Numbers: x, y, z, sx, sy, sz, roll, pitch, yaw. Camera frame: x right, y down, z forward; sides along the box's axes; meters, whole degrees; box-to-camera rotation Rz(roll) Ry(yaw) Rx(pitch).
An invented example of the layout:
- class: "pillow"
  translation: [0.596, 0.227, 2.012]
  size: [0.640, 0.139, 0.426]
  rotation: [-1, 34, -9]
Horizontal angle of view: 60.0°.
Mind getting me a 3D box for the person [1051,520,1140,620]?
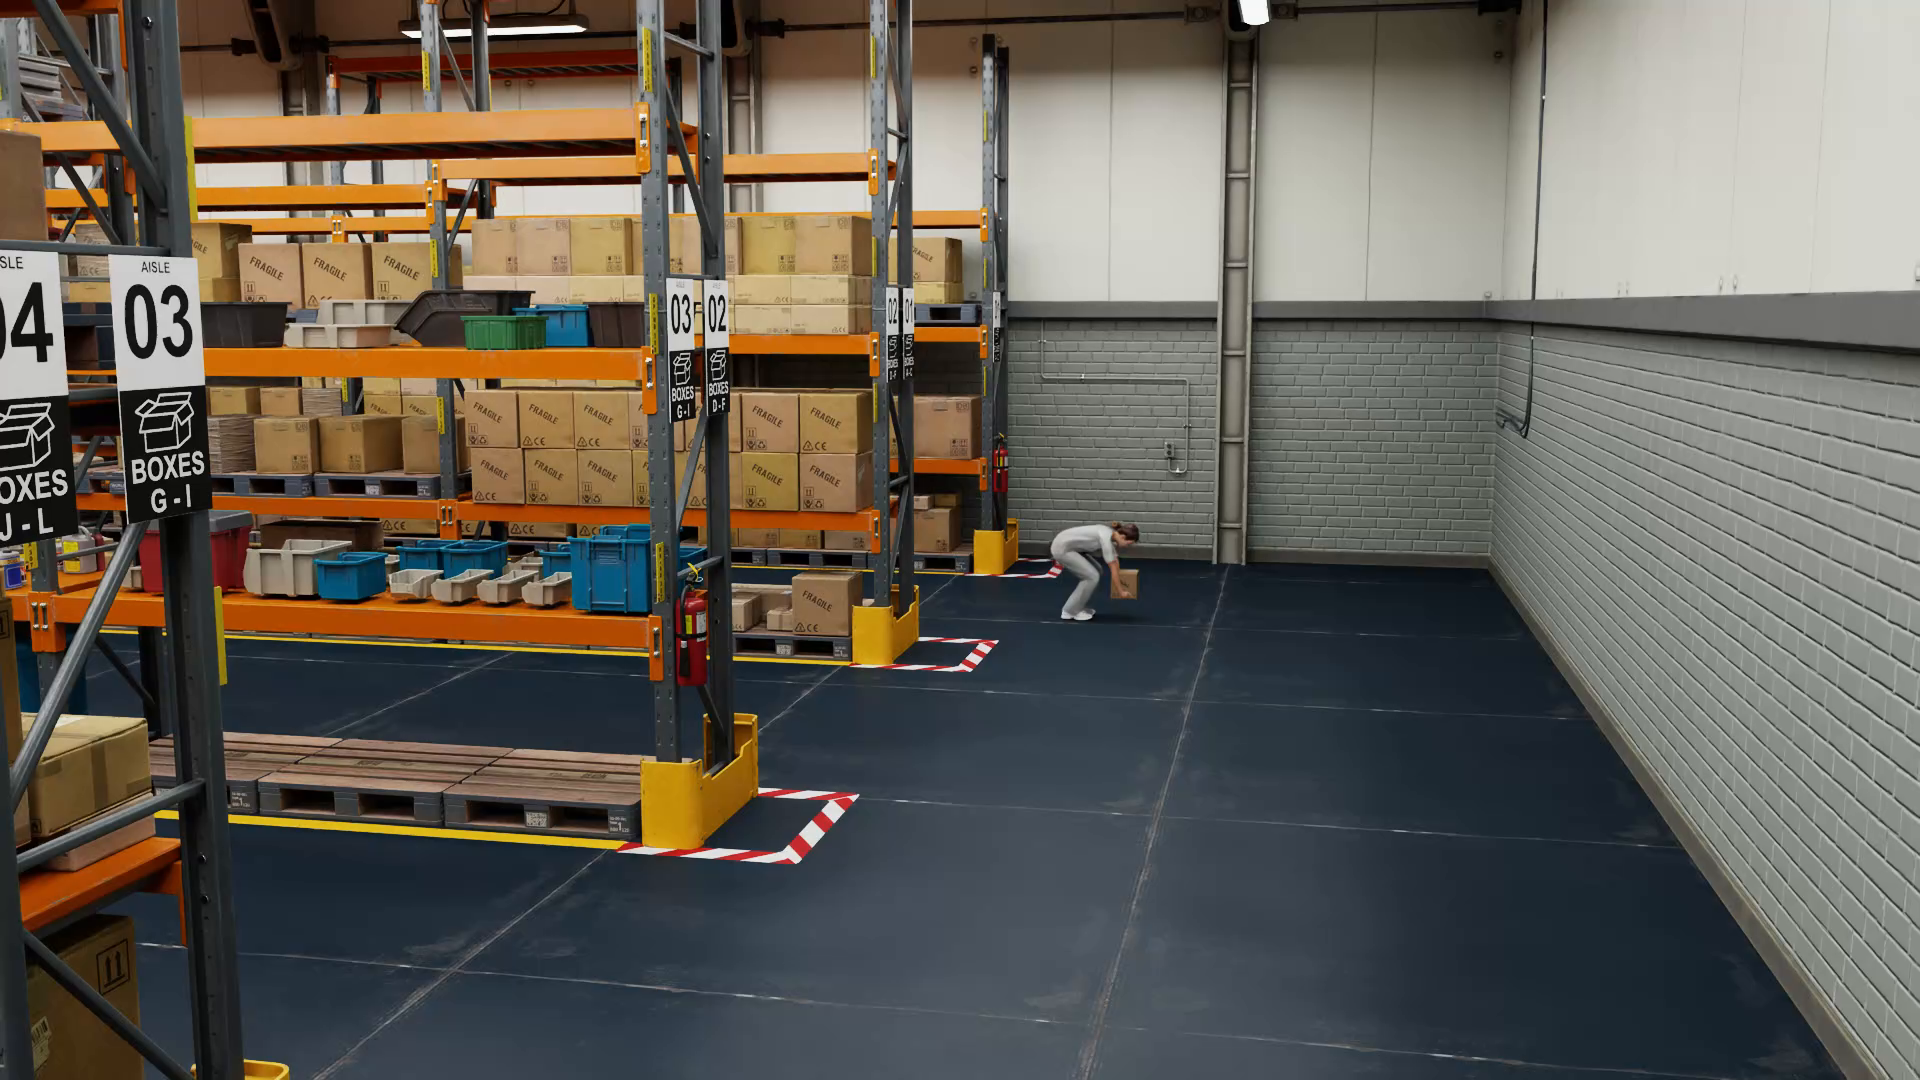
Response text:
- class: "person"
  translation: [1.323, 0.285, 16.307]
  size: [0.864, 0.976, 0.475]
  rotation: [1, 8, 9]
